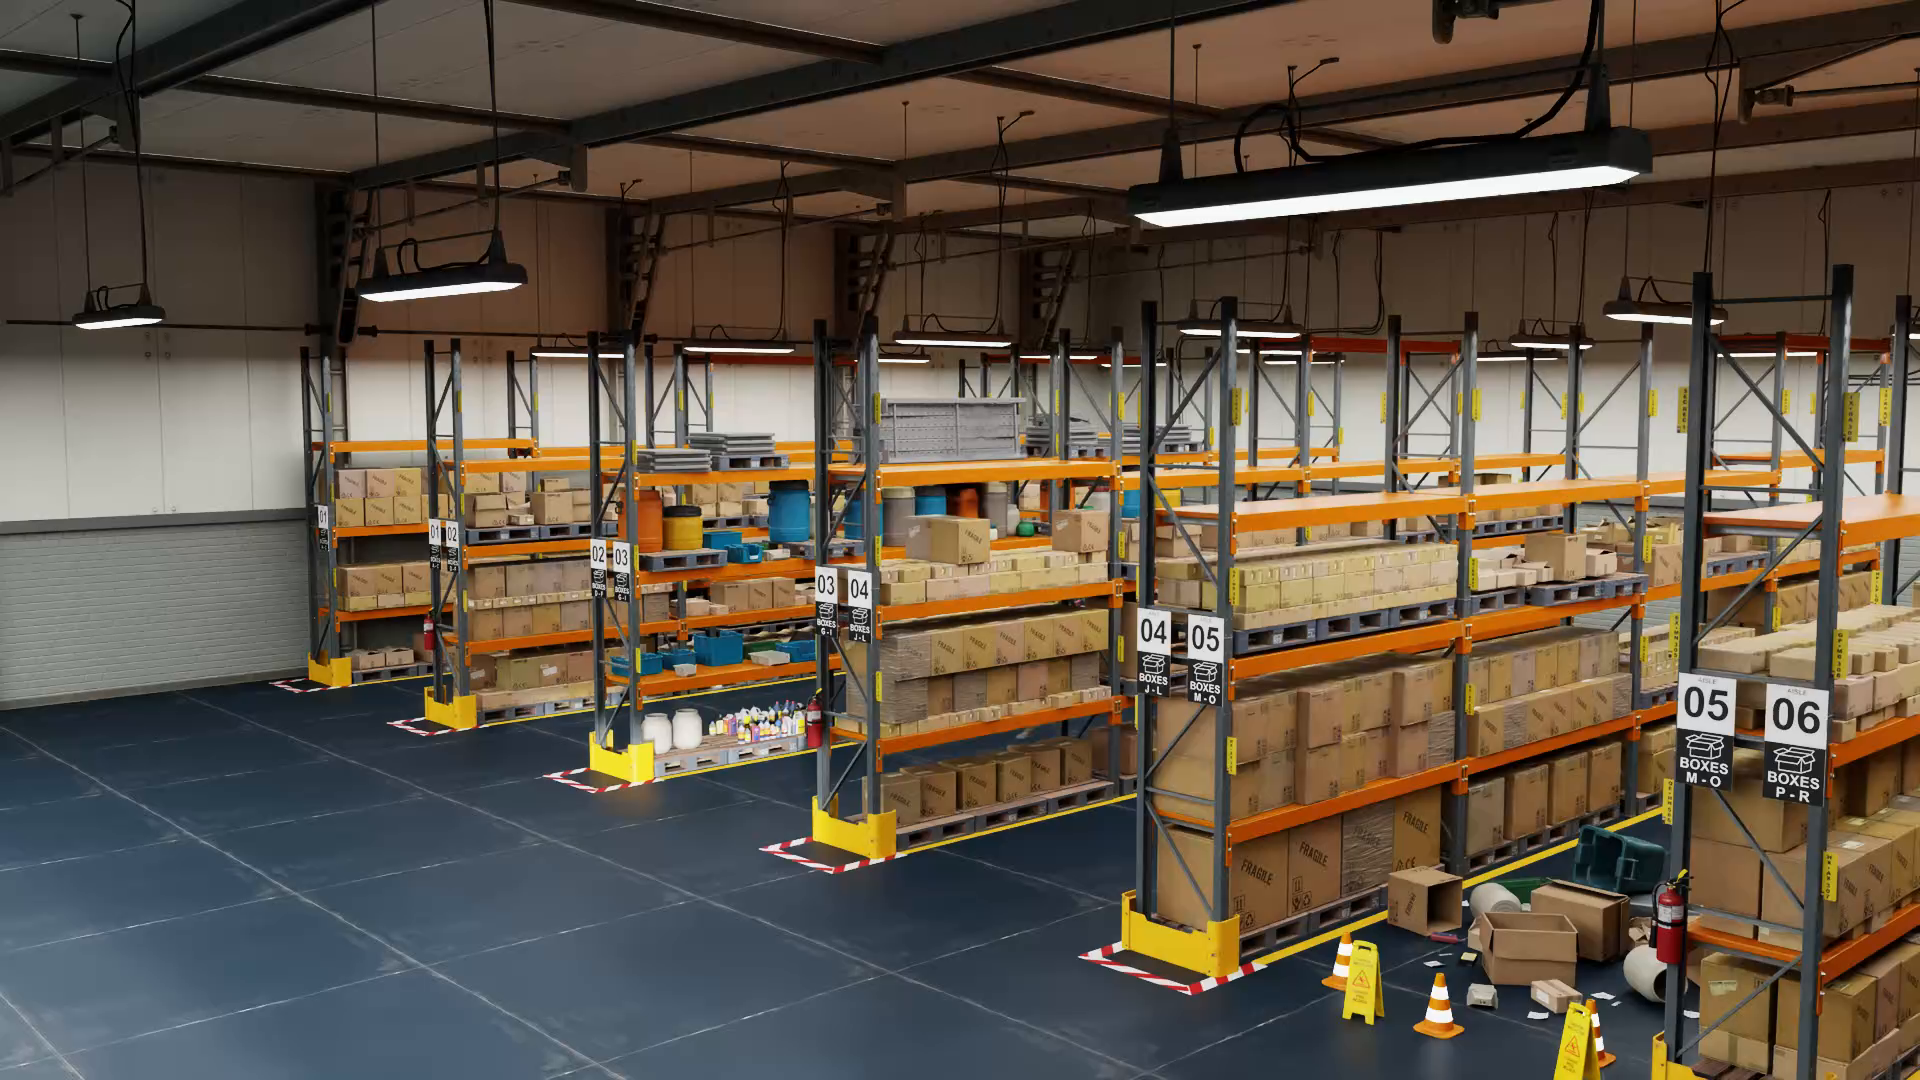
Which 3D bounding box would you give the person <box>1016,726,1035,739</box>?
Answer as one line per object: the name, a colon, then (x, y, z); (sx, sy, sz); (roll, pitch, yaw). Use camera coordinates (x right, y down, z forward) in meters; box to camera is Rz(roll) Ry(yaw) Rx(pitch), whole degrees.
person: (0.952, 1.930, 23.604); (0.633, 1.752, 0.697); (-3, 6, -31)
